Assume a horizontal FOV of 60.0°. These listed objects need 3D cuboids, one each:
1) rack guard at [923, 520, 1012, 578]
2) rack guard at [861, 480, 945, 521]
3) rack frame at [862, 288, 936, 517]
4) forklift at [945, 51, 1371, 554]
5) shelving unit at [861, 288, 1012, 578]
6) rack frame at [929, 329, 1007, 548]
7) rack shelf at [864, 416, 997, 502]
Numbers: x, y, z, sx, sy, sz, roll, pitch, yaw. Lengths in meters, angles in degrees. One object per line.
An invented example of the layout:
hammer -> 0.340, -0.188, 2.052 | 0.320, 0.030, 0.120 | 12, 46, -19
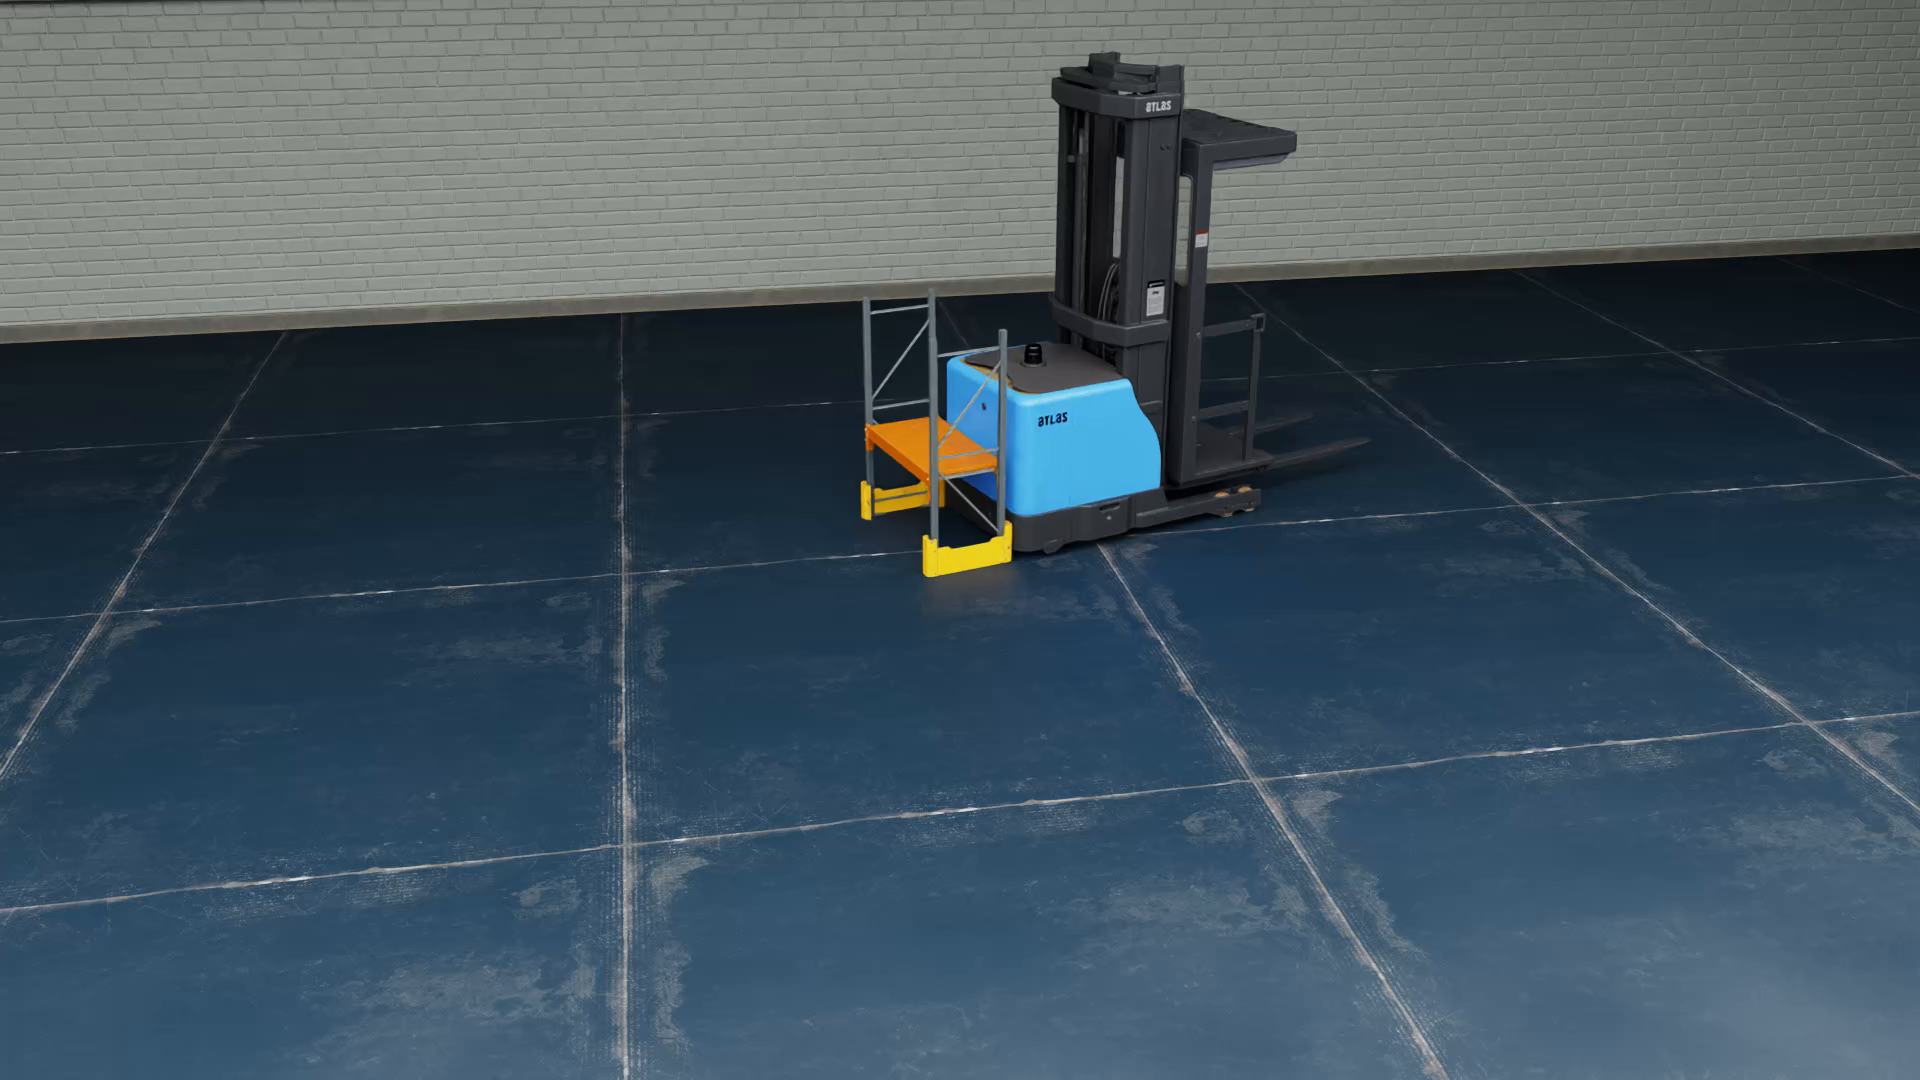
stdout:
rack guard -> 0.048, 0.054, 10.314 | 0.587, 0.250, 0.087 | -11, 26, -23
rack guard -> -0.381, -0.306, 11.138 | 0.587, 0.250, 0.087 | -11, 26, -23
rack frame -> -0.389, -0.886, 10.904 | 0.500, 1.500, 0.032 | -11, 26, -23
forklift -> 1.437, -1.665, 10.901 | 3.031, 2.935, 1.130 | -13, 27, -27
shelving unit -> -0.167, -0.699, 10.476 | 0.587, 1.500, 1.083 | -11, 26, -23
rack frame -> 0.048, -0.518, 10.063 | 0.500, 1.500, 0.032 | -11, 26, -23
rack shelf -> -0.170, -0.537, 10.556 | 0.538, 0.185, 1.000 | -11, 26, -23
